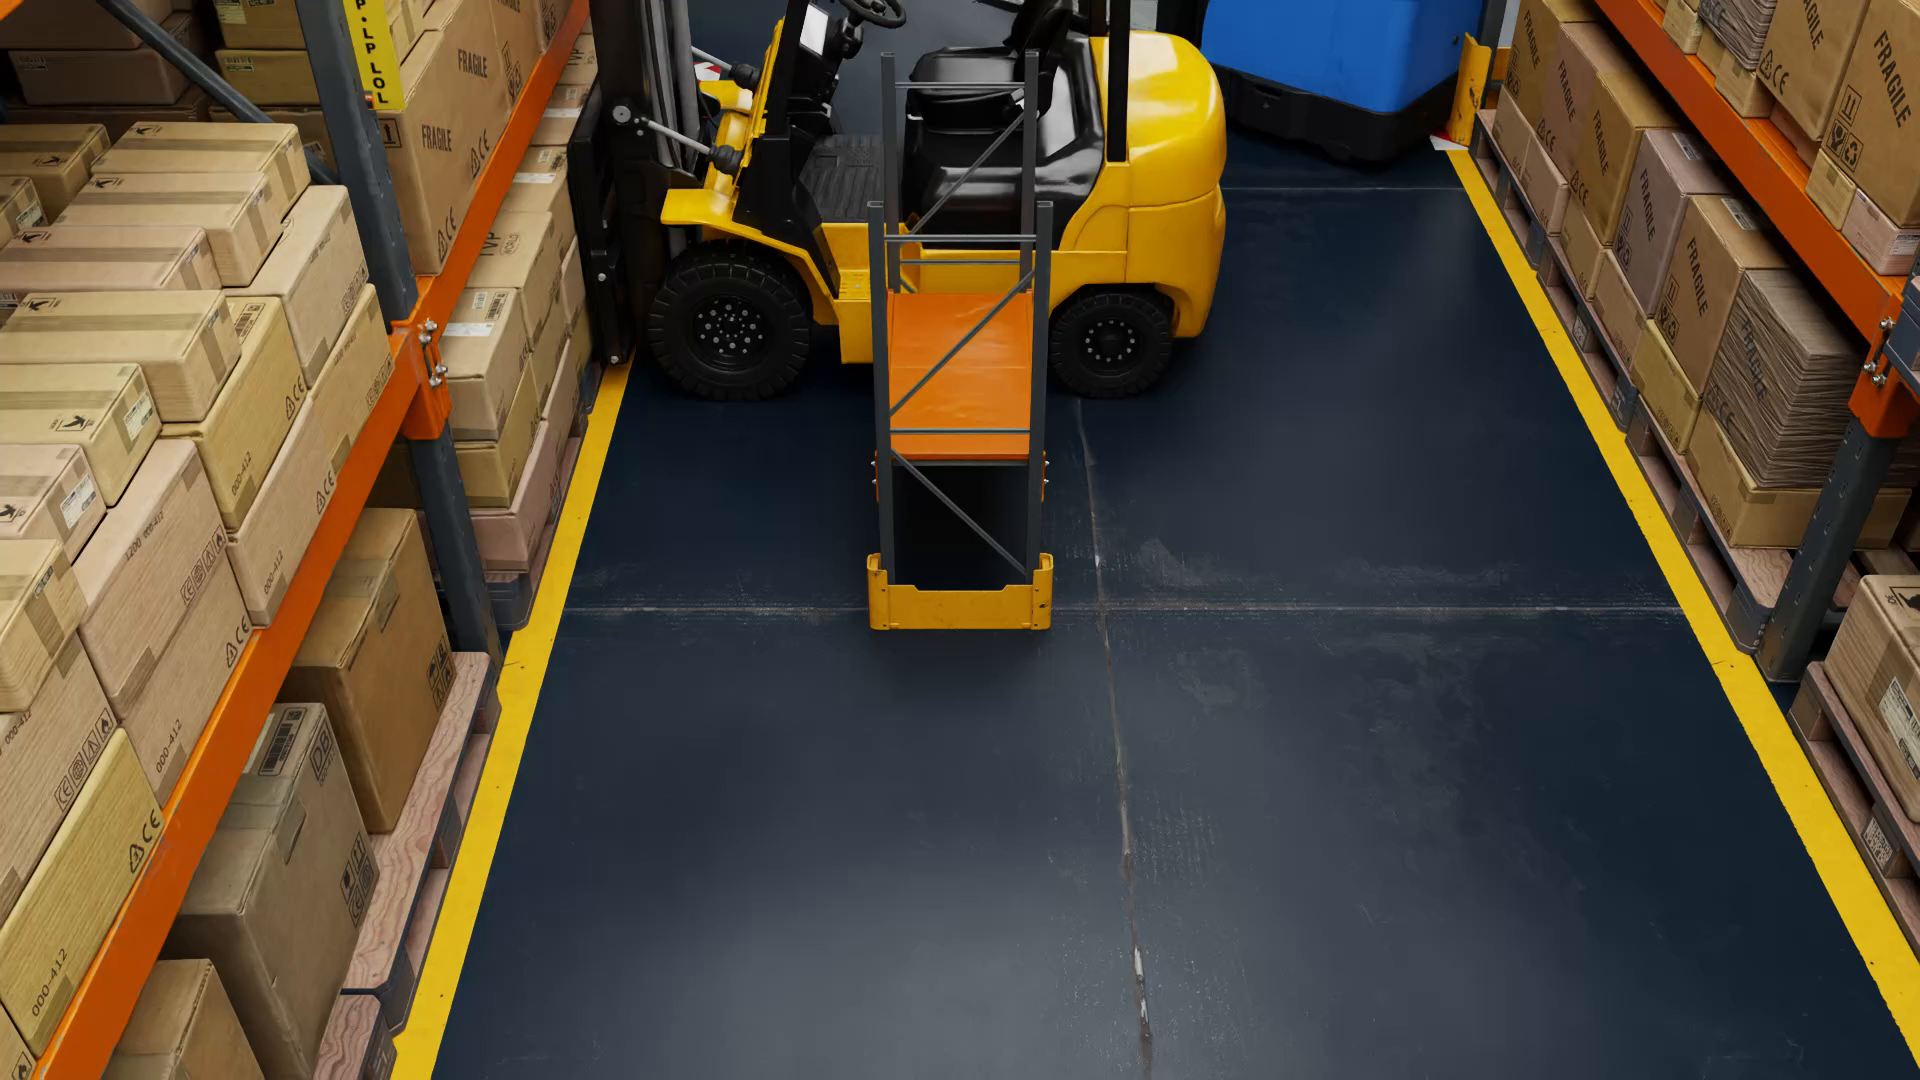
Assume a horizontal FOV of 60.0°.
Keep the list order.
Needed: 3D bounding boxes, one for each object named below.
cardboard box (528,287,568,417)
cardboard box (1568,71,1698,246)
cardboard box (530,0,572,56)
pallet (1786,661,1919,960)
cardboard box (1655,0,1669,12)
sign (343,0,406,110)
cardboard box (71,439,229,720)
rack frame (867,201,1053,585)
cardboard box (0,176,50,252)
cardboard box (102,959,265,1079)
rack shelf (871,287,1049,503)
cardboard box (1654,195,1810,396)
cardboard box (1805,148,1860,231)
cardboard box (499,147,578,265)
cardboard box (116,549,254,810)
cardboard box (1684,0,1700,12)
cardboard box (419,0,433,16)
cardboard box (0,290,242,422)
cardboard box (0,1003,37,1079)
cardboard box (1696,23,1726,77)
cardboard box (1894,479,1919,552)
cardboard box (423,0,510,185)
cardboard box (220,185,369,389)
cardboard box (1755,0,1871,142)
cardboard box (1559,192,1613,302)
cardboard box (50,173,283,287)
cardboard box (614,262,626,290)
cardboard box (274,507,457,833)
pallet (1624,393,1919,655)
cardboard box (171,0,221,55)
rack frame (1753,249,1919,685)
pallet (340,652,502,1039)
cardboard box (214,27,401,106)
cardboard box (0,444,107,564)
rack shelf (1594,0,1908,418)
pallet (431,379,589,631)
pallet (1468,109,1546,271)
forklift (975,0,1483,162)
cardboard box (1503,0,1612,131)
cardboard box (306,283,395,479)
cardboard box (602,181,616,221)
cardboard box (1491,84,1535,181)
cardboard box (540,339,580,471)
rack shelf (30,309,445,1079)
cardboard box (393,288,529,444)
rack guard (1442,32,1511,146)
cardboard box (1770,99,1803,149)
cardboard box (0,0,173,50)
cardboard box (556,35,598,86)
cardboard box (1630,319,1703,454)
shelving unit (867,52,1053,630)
[{"bbox_3d":[-1.639,-0.656,5.633,0.500,0.250,0.500,0,39,0],"label":"cardboard box"},{"bbox_3d":[2.736,-1.483,6.465,0.500,0.500,0.500,1,39,1],"label":"cardboard box"},{"bbox_3d":[-1.683,-2.026,5.800,0.500,0.500,0.500,0,39,0],"label":"cardboard box"},{"bbox_3d":[3.021,0.817,4.562,1.003,0.211,1.213,0,39,0],"label":"pallet"},{"bbox_3d":[2.760,-1.975,6.016,0.380,0.149,0.250,-1,39,-1],"label":"cardboard box"},{"bbox_3d":[-1.402,-1.180,3.961,0.100,0.325,0.005,0,39,0],"label":"sign"},{"bbox_3d":[-1.686,0.059,2.997,0.500,0.250,0.500,1,39,1],"label":"cardboard box"},{"bbox_3d":[0.000,-0.321,4.951,0.500,1.500,0.032,0,39,0],"label":"rack frame"},{"bbox_3d":[-2.211,-0.657,3.572,0.380,0.149,0.250,-1,39,-2],"label":"cardboard box"},{"bbox_3d":[-1.937,1.292,3.302,0.875,0.625,0.625,-2,39,-2],"label":"cardboard box"},{"bbox_3d":[0.000,-0.498,5.460,0.538,0.185,1.000,0,39,0],"label":"rack shelf"},{"bbox_3d":[2.747,-0.830,5.650,0.500,0.500,0.500,1,39,1],"label":"cardboard box"},{"bbox_3d":[2.706,-1.017,4.821,0.380,0.149,0.250,1,39,1],"label":"cardboard box"},{"bbox_3d":[-1.634,-1.167,5.871,0.500,0.250,0.500,1,39,1],"label":"cardboard box"},{"bbox_3d":[-1.707,0.246,3.164,0.500,0.250,0.500,0,39,0],"label":"cardboard box"},{"bbox_3d":[2.752,-2.158,5.726,0.500,0.500,0.500,-1,39,-1],"label":"cardboard box"},{"bbox_3d":[-1.712,-1.569,4.710,0.380,0.149,0.250,0,39,0],"label":"cardboard box"},{"bbox_3d":[-1.624,-0.352,3.192,0.380,0.149,0.250,-1,39,-1],"label":"cardboard box"},{"bbox_3d":[-1.700,0.893,2.357,0.500,0.250,0.500,-1,39,-2],"label":"cardboard box"},{"bbox_3d":[2.739,-1.656,5.619,0.380,0.149,0.250,-1,39,-1],"label":"cardboard box"},{"bbox_3d":[3.288,-0.218,5.487,0.500,0.250,0.500,-2,39,-2],"label":"cardboard box"},{"bbox_3d":[-1.702,-1.395,5.012,0.500,0.500,0.500,1,39,1],"label":"cardboard box"},{"bbox_3d":[-1.689,-0.582,3.798,0.500,0.250,0.500,-1,39,-1],"label":"cardboard box"},{"bbox_3d":[2.762,-1.513,4.922,0.500,0.500,0.500,1,39,1],"label":"cardboard box"},{"bbox_3d":[2.745,-1.186,6.694,0.500,0.250,0.500,2,39,3],"label":"cardboard box"},{"bbox_3d":[-1.704,-0.670,3.588,0.380,0.149,0.250,-1,39,-1],"label":"cardboard box"},{"bbox_3d":[-1.627,-1.102,6.590,0.500,0.250,0.500,1,39,1],"label":"cardboard box"},{"bbox_3d":[-1.933,0.337,4.494,0.875,0.625,0.625,2,39,2],"label":"cardboard box"},{"bbox_3d":[2.983,-0.090,5.694,1.003,0.211,1.213,0,39,0],"label":"pallet"},{"bbox_3d":[-2.237,-1.402,4.502,0.380,0.149,0.250,-1,39,-1],"label":"cardboard box"},{"bbox_3d":[3.019,-0.758,4.298,1.000,3.000,0.127,0,39,0],"label":"rack frame"},{"bbox_3d":[-1.905,0.796,4.587,1.003,0.211,1.213,0,39,0],"label":"pallet"},{"bbox_3d":[-1.682,-1.244,4.305,0.380,0.149,0.250,-1,39,-1],"label":"cardboard box"},{"bbox_3d":[-1.692,-0.032,2.793,0.380,0.149,0.250,0,39,0],"label":"cardboard box"},{"bbox_3d":[3.016,-1.728,6.083,1.077,0.370,4.000,0,39,0],"label":"rack shelf"},{"bbox_3d":[-1.904,-0.162,5.783,1.003,0.211,1.213,0,39,0],"label":"pallet"},{"bbox_3d":[2.980,-1.616,7.598,1.003,0.211,1.213,0,39,0],"label":"pallet"},{"bbox_3d":[1.161,-3.706,8.031,3.031,2.935,1.130,27,46,30],"label":"forklift"},{"bbox_3d":[2.739,-2.124,7.265,0.500,0.500,0.500,-1,39,-2],"label":"cardboard box"},{"bbox_3d":[-1.683,-0.379,3.944,0.500,0.250,0.500,1,39,1],"label":"cardboard box"},{"bbox_3d":[-1.628,-1.286,6.420,0.500,0.250,0.500,0,39,0],"label":"cardboard box"},{"bbox_3d":[2.738,-1.846,7.518,0.500,0.250,0.500,0,39,0],"label":"cardboard box"},{"bbox_3d":[-1.630,-0.464,5.793,0.500,0.250,0.500,-1,39,-1],"label":"cardboard box"},{"bbox_3d":[-1.943,0.779,2.955,1.077,0.370,4.000,0,39,0],"label":"rack shelf"},{"bbox_3d":[-1.632,-0.536,5.084,0.500,0.250,0.500,-1,39,-1],"label":"cardboard box"},{"bbox_3d":[3.014,-2.237,8.141,1.175,0.500,0.348,0,39,0],"label":"rack guard"},{"bbox_3d":[2.798,-1.336,5.219,0.380,0.149,0.250,-1,39,-1],"label":"cardboard box"},{"bbox_3d":[-2.248,-1.360,4.212,0.380,0.149,0.250,0,39,0],"label":"cardboard box"},{"bbox_3d":[-1.620,-1.812,6.676,0.500,0.250,0.500,0,39,1],"label":"cardboard box"},{"bbox_3d":[2.739,-0.552,5.903,0.500,0.250,0.500,-1,39,-1],"label":"cardboard box"},{"bbox_3d":[0.000,-0.633,5.340,0.587,1.500,1.083,0,39,0],"label":"shelving unit"}]
